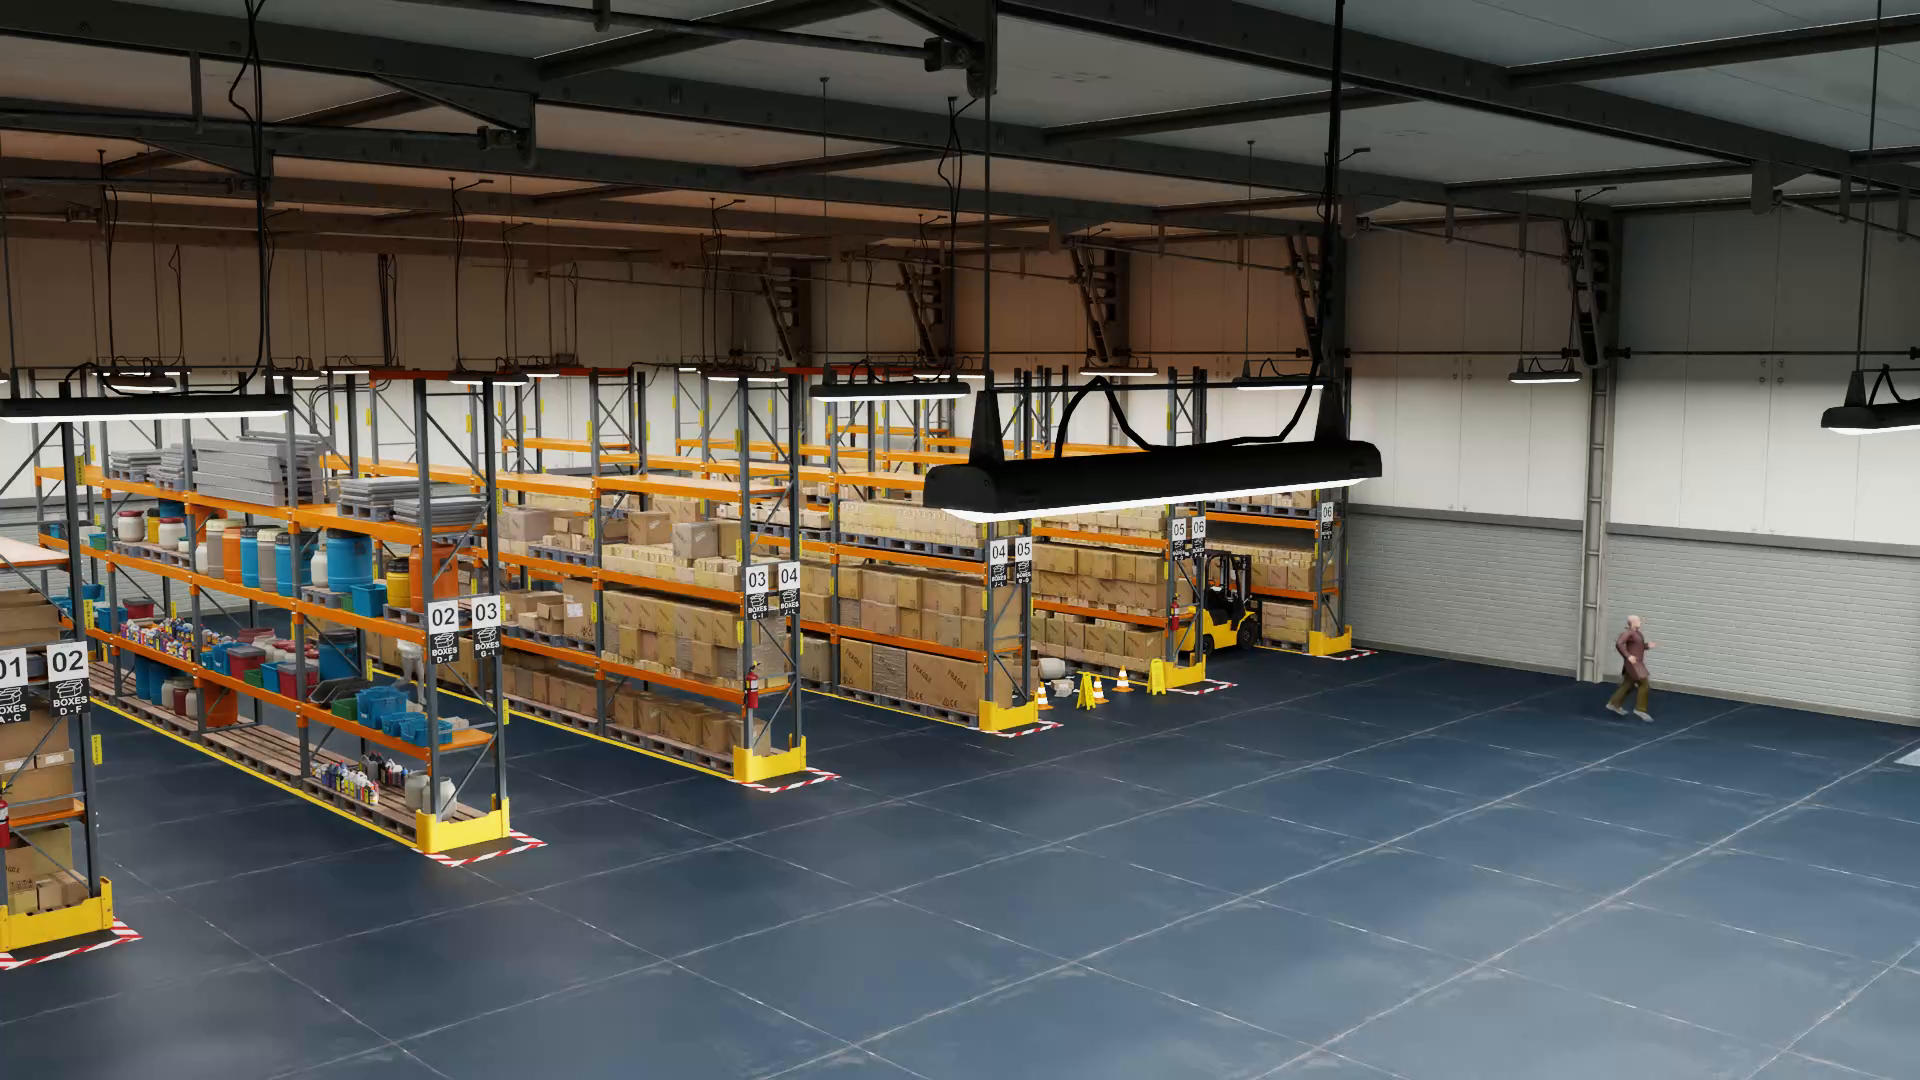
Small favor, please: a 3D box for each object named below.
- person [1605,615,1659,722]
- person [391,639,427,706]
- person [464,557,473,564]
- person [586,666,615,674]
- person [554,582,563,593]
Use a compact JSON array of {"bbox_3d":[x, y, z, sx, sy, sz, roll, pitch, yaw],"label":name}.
[{"bbox_3d":[11.614,2.205,28.723,0.818,1.842,0.686,3,7,22],"label":"person"},{"bbox_3d":[-9.908,2.118,29.972,0.892,1.681,0.600,4,8,34],"label":"person"},{"bbox_3d":[-11.341,1.210,38.009,0.556,1.641,0.861,-2,7,-17],"label":"person"},{"bbox_3d":[-7.107,1.820,32.868,0.740,1.744,0.614,6,9,41],"label":"person"},{"bbox_3d":[-9.989,0.814,41.607,0.540,1.653,0.655,5,8,40],"label":"person"}]
